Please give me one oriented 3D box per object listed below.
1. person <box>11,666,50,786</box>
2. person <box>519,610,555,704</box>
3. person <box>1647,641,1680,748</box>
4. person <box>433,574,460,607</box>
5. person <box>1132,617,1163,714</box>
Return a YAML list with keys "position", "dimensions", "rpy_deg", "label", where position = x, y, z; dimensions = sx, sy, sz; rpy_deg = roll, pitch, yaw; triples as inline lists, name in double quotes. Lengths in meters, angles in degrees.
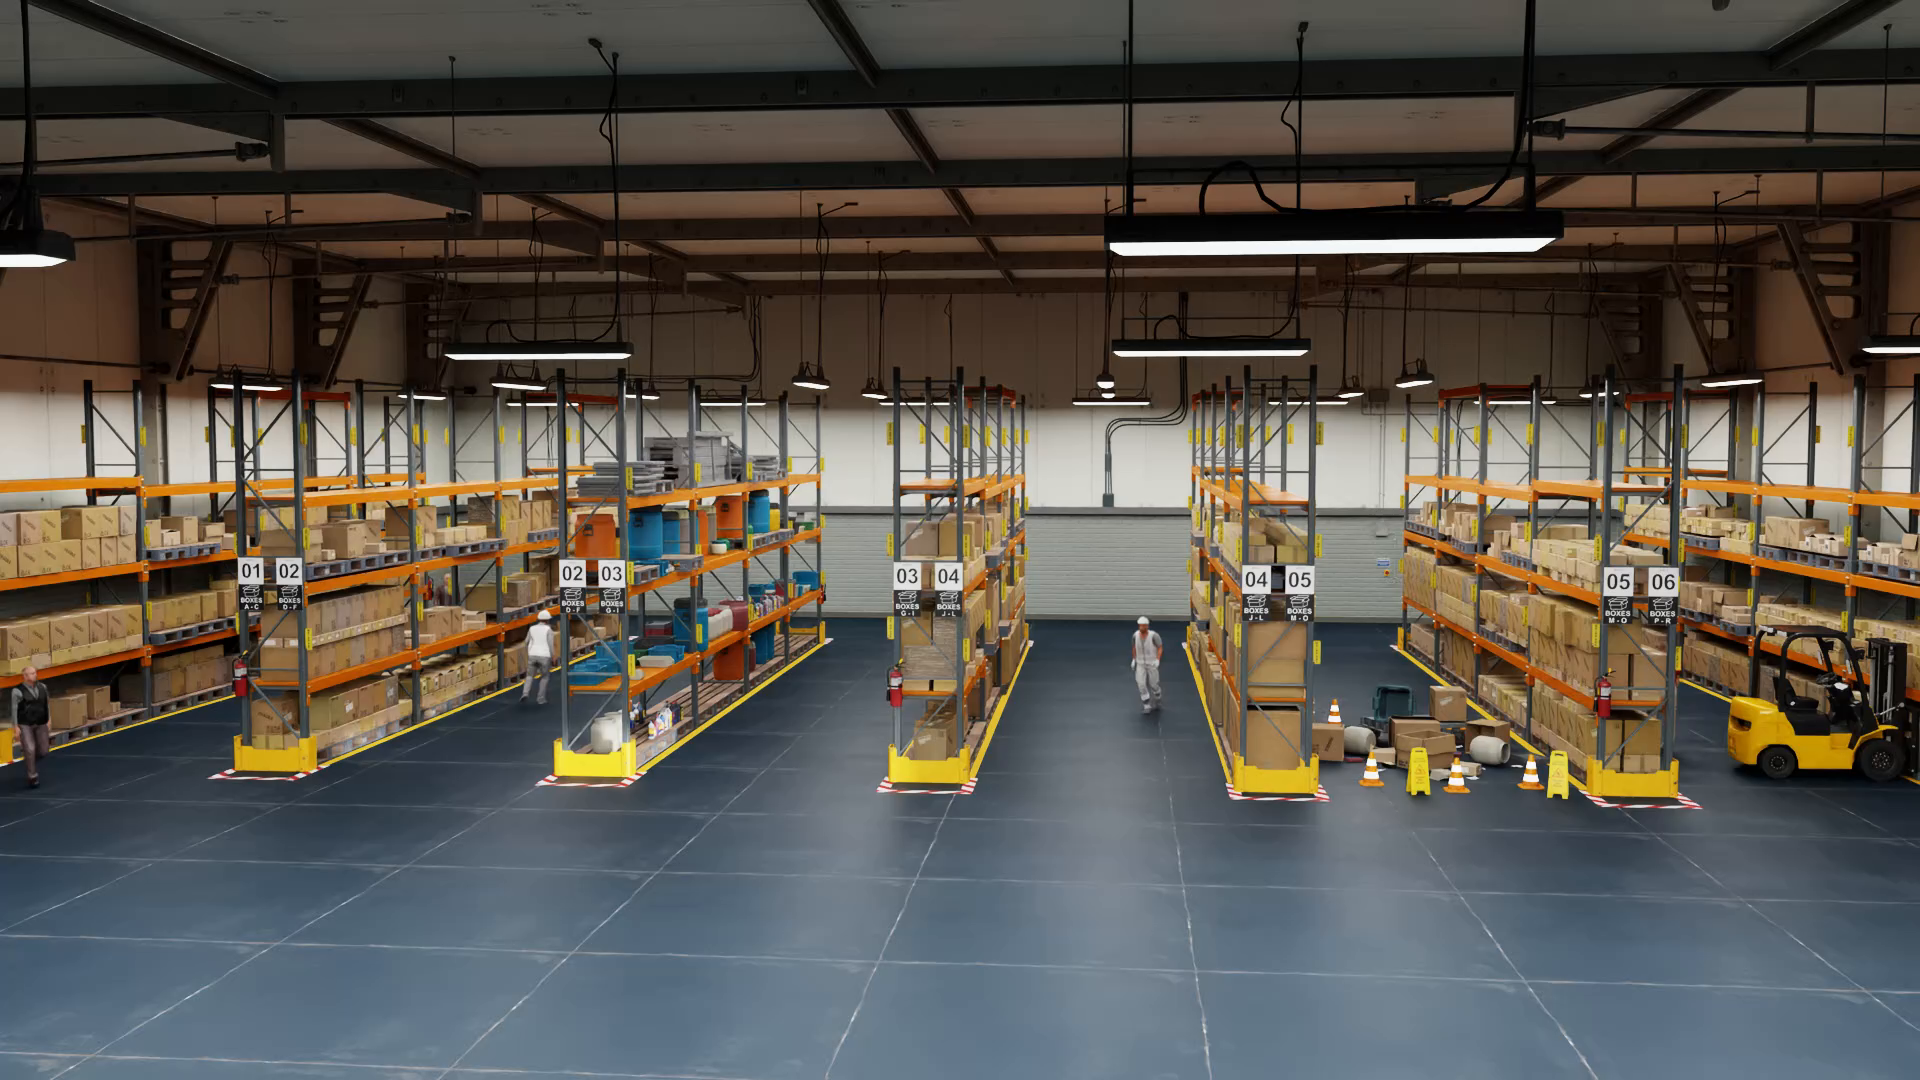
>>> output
- position: [-13.376, 2.653, 23.908]
  dimensions: [0.757, 1.702, 0.536]
  rpy_deg: [3, 5, 43]
  label: "person"
- position: [-7.879, 2.200, 31.057]
  dimensions: [0.599, 1.749, 0.705]
  rpy_deg: [0, 4, 7]
  label: "person"
- position: [11.325, 2.514, 26.709]
  dimensions: [0.541, 1.781, 0.602]
  rpy_deg: [0, 4, 2]
  label: "person"
- position: [-12.176, 1.663, 39.396]
  dimensions: [0.548, 1.715, 1.128]
  rpy_deg: [0, 4, 1]
  label: "person"
- position: [3.418, 2.250, 30.241]
  dimensions: [0.604, 1.757, 0.738]
  rpy_deg: [1, 4, 21]
  label: "person"
